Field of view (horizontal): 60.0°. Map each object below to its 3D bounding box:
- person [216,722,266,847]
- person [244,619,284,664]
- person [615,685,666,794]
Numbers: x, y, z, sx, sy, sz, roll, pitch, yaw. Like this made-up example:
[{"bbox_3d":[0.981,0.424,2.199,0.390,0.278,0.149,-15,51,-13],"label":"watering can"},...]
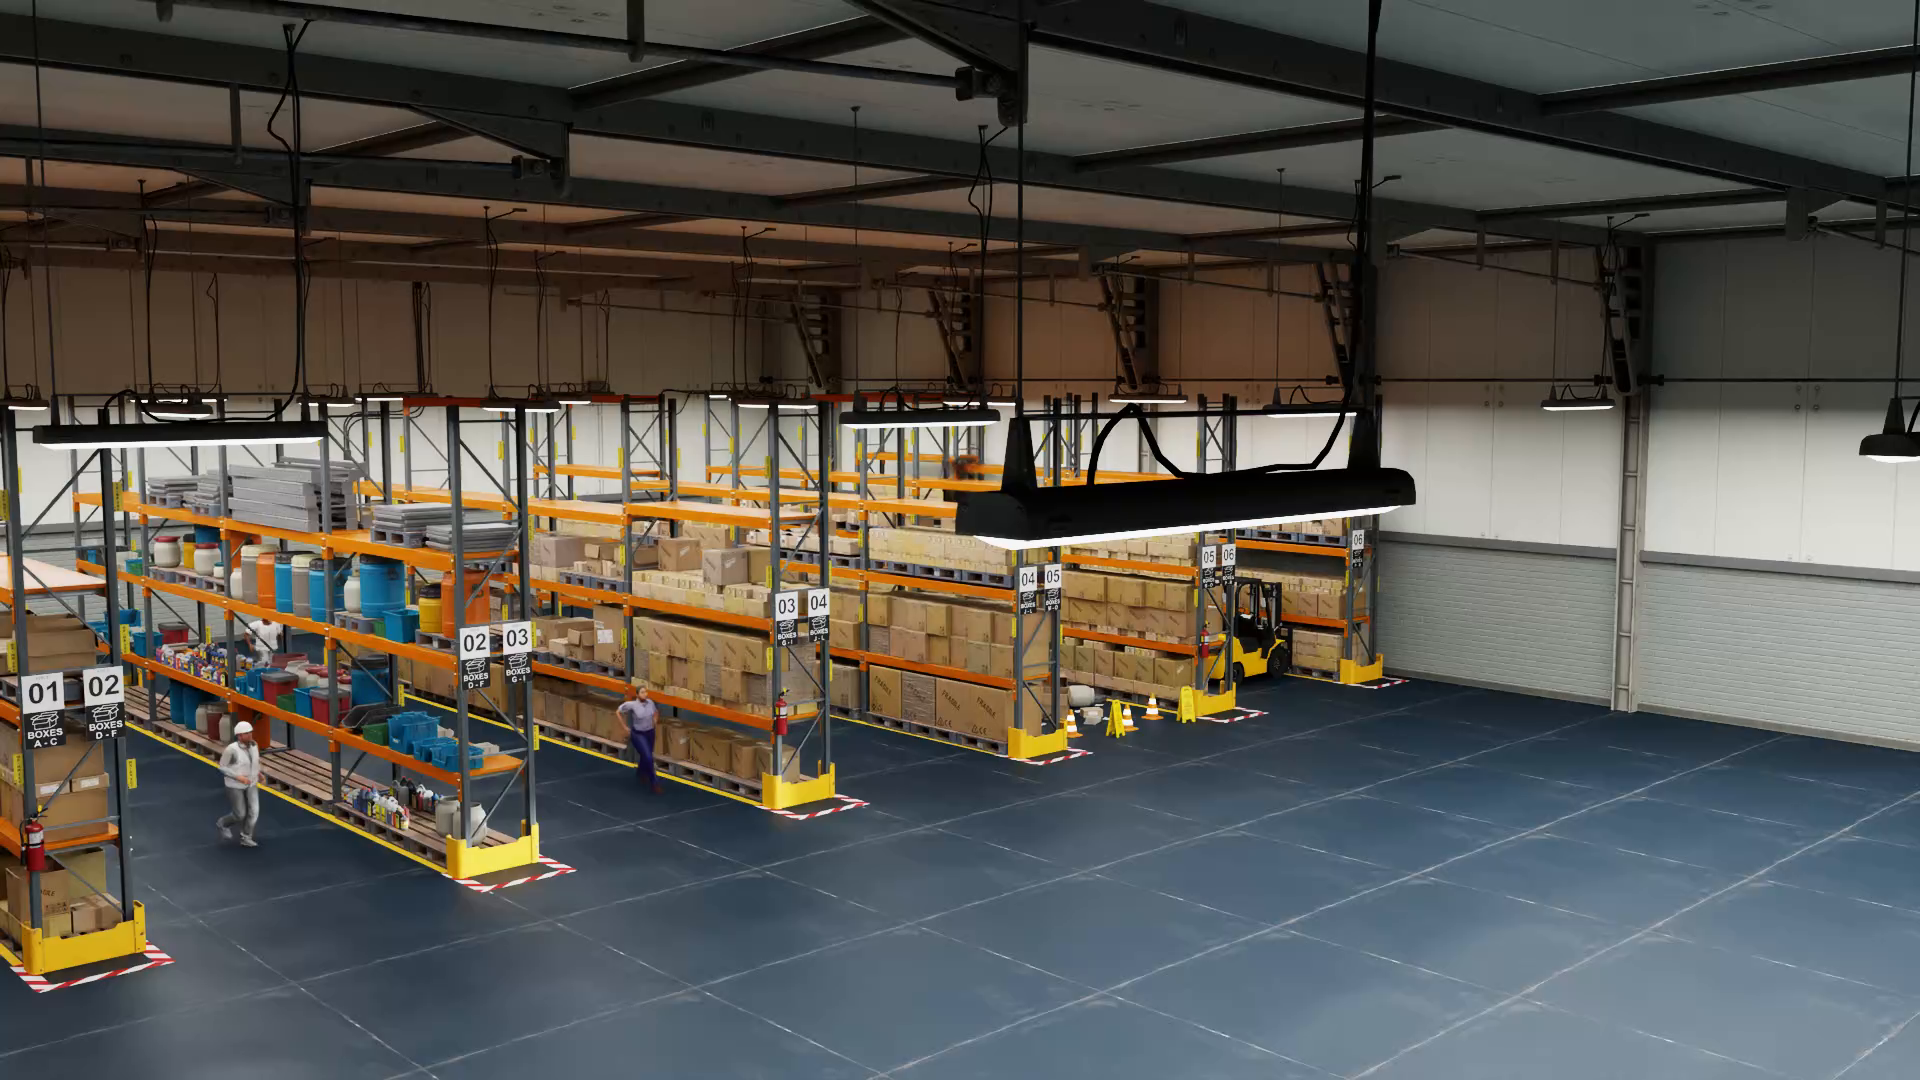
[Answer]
[{"bbox_3d":[-9.795,3.303,22.585,0.757,1.725,0.654,3,7,32],"label":"person"},{"bbox_3d":[-13.972,2.220,33.553,0.638,1.743,0.708,5,7,41],"label":"person"},{"bbox_3d":[-4.901,3.053,25.536,0.813,1.690,0.660,5,7,41],"label":"person"}]
